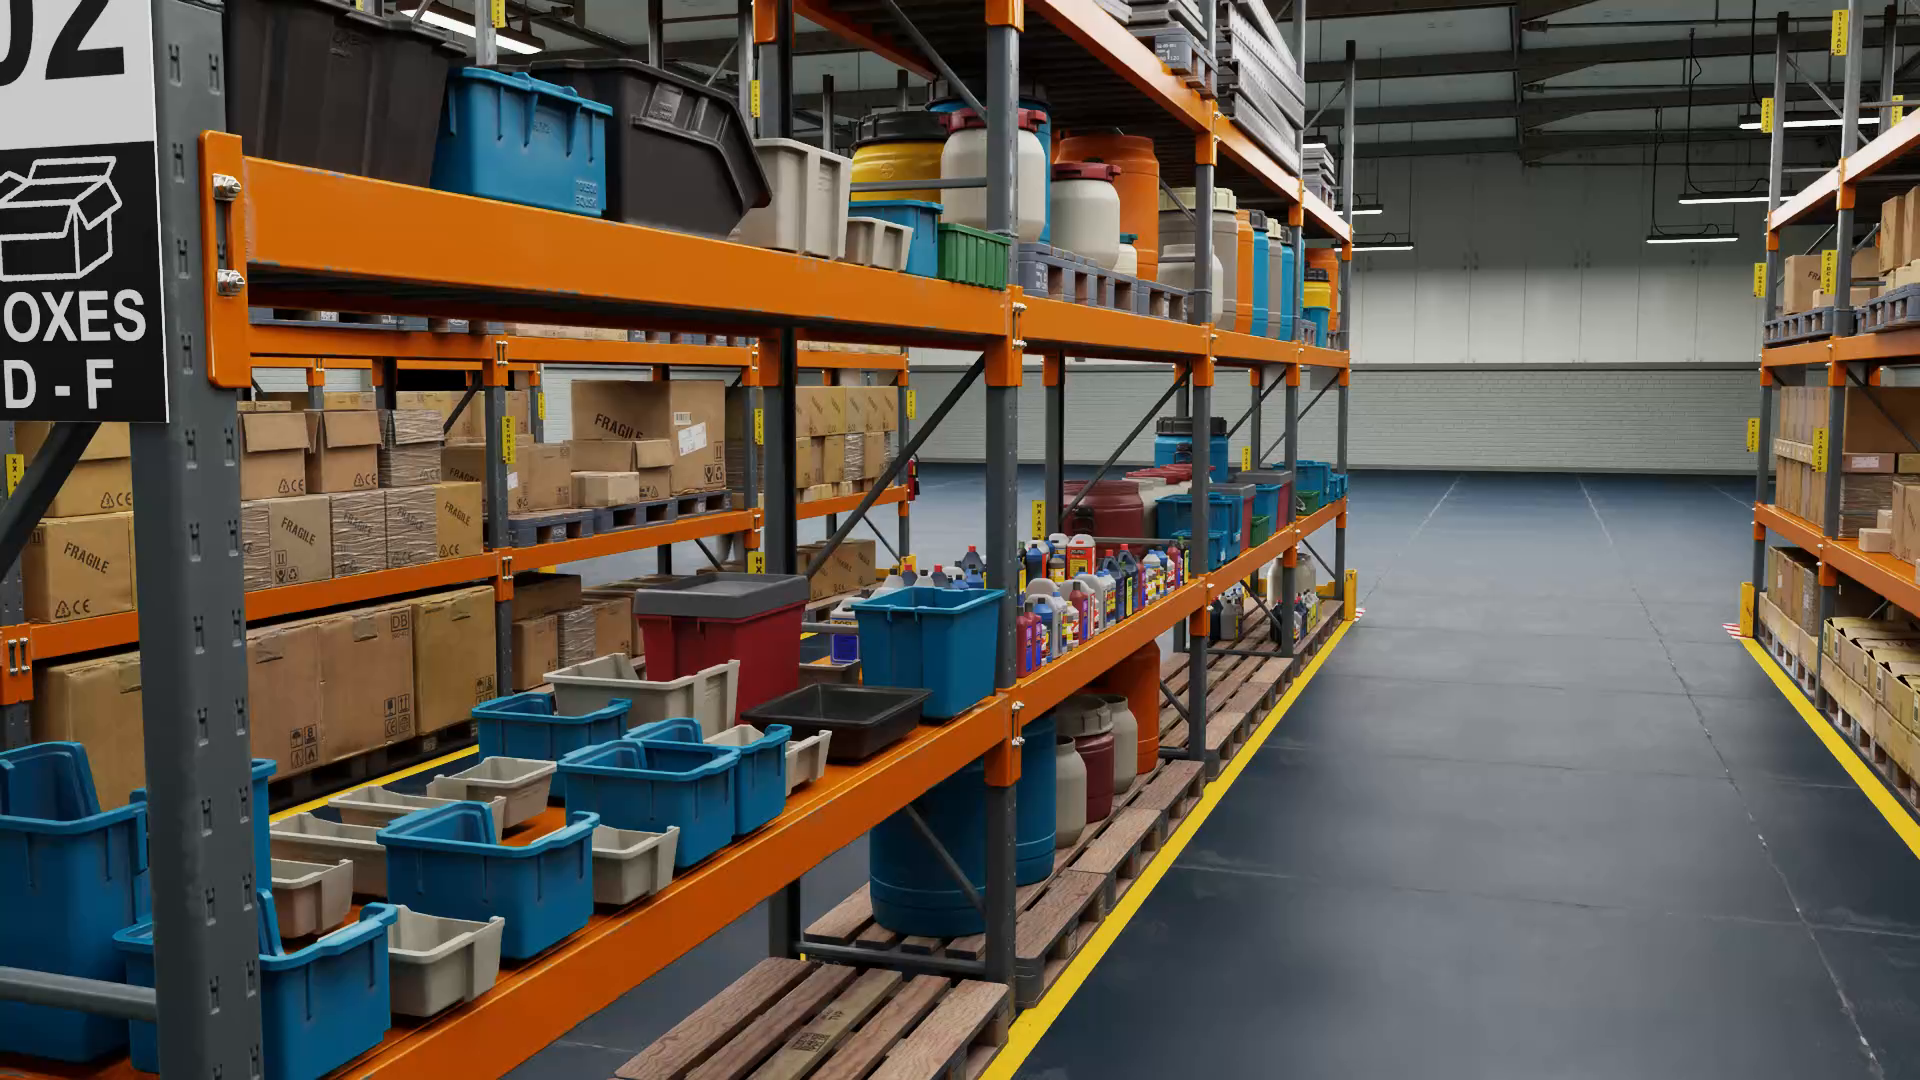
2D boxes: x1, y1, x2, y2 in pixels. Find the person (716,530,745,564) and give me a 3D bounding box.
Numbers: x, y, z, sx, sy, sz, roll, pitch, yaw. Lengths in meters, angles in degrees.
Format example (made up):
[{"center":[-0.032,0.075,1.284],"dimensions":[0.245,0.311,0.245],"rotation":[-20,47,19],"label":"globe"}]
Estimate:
[{"center":[-2.609,-0.123,18.962],"dimensions":[0.456,1.658,0.535],"rotation":[2,6,17],"label":"person"}]
